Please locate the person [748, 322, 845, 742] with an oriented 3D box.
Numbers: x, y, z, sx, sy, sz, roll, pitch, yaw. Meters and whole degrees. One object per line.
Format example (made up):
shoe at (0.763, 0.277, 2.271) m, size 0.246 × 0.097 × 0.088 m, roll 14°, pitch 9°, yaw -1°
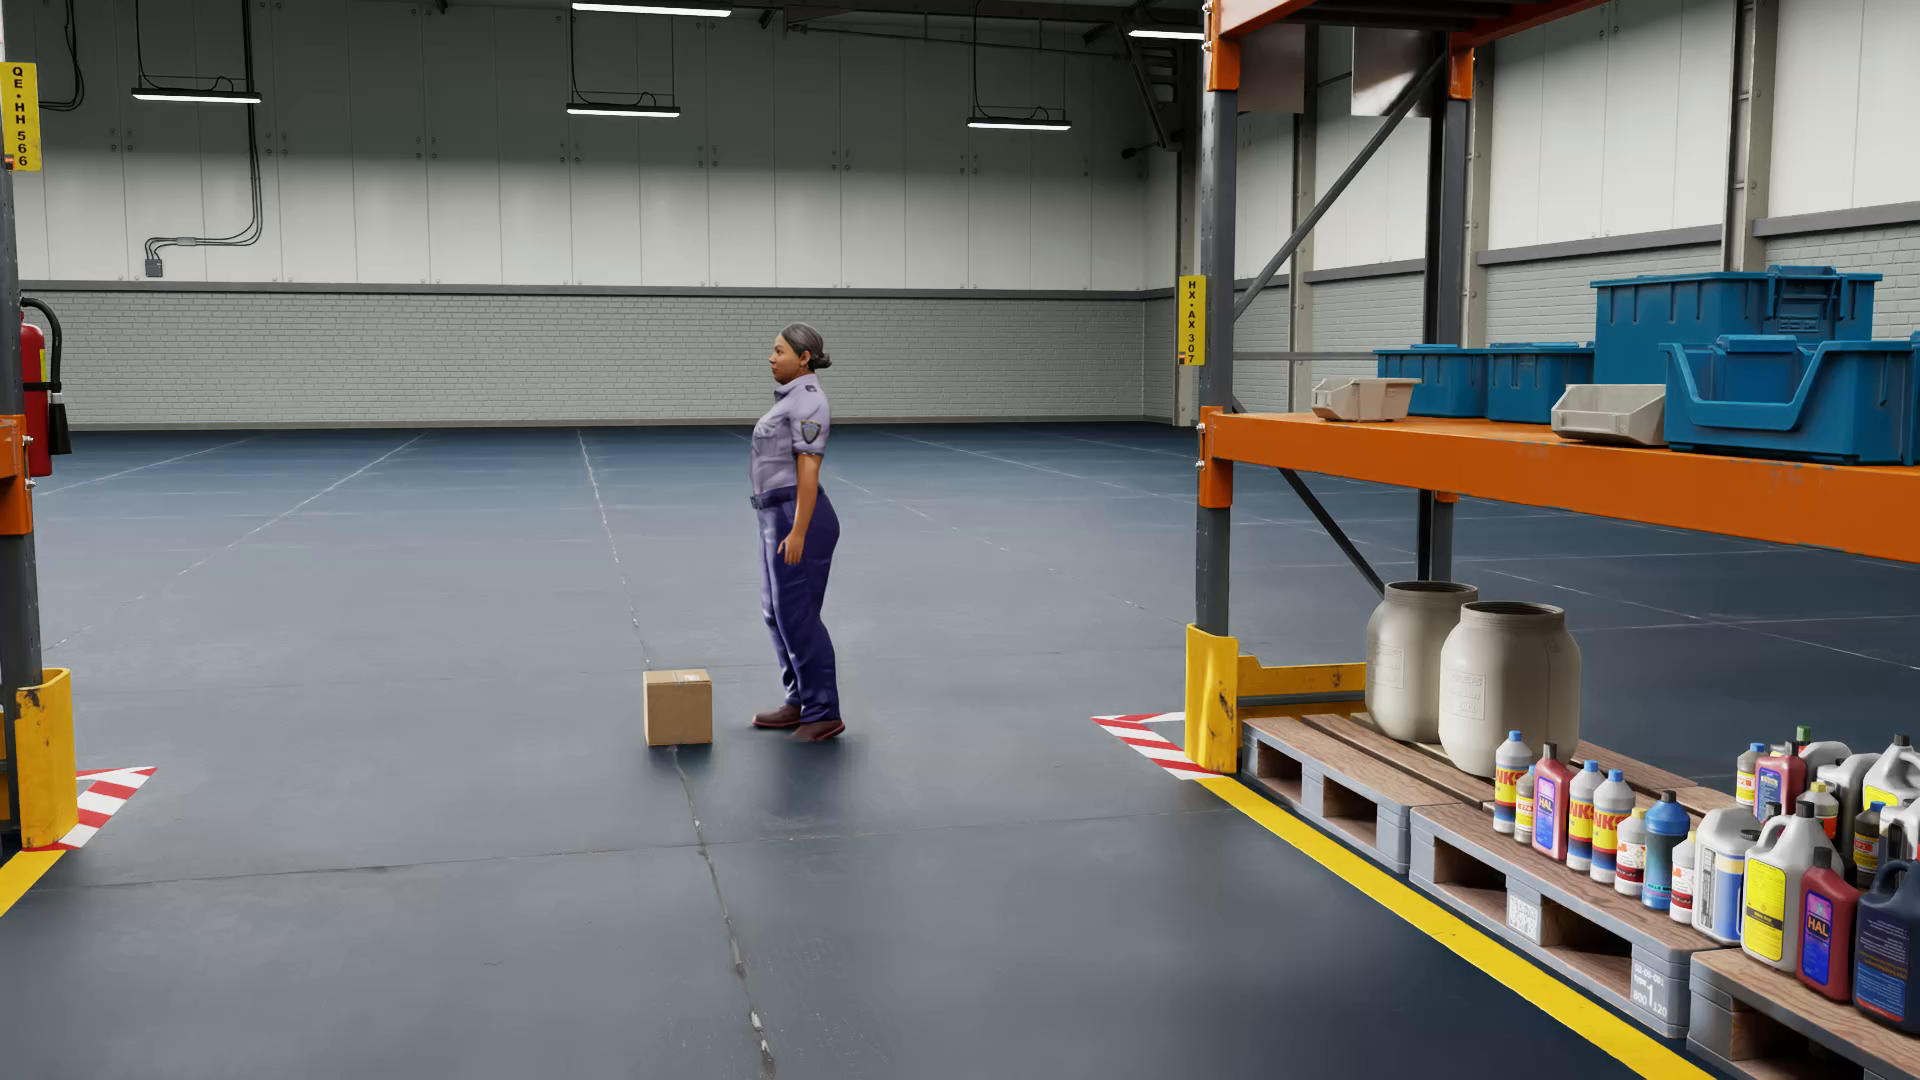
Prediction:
person at (-0.656, -0.018, 6.630) m, size 0.354 × 1.685 × 0.467 m, roll -1°, pitch 6°, yaw -12°
